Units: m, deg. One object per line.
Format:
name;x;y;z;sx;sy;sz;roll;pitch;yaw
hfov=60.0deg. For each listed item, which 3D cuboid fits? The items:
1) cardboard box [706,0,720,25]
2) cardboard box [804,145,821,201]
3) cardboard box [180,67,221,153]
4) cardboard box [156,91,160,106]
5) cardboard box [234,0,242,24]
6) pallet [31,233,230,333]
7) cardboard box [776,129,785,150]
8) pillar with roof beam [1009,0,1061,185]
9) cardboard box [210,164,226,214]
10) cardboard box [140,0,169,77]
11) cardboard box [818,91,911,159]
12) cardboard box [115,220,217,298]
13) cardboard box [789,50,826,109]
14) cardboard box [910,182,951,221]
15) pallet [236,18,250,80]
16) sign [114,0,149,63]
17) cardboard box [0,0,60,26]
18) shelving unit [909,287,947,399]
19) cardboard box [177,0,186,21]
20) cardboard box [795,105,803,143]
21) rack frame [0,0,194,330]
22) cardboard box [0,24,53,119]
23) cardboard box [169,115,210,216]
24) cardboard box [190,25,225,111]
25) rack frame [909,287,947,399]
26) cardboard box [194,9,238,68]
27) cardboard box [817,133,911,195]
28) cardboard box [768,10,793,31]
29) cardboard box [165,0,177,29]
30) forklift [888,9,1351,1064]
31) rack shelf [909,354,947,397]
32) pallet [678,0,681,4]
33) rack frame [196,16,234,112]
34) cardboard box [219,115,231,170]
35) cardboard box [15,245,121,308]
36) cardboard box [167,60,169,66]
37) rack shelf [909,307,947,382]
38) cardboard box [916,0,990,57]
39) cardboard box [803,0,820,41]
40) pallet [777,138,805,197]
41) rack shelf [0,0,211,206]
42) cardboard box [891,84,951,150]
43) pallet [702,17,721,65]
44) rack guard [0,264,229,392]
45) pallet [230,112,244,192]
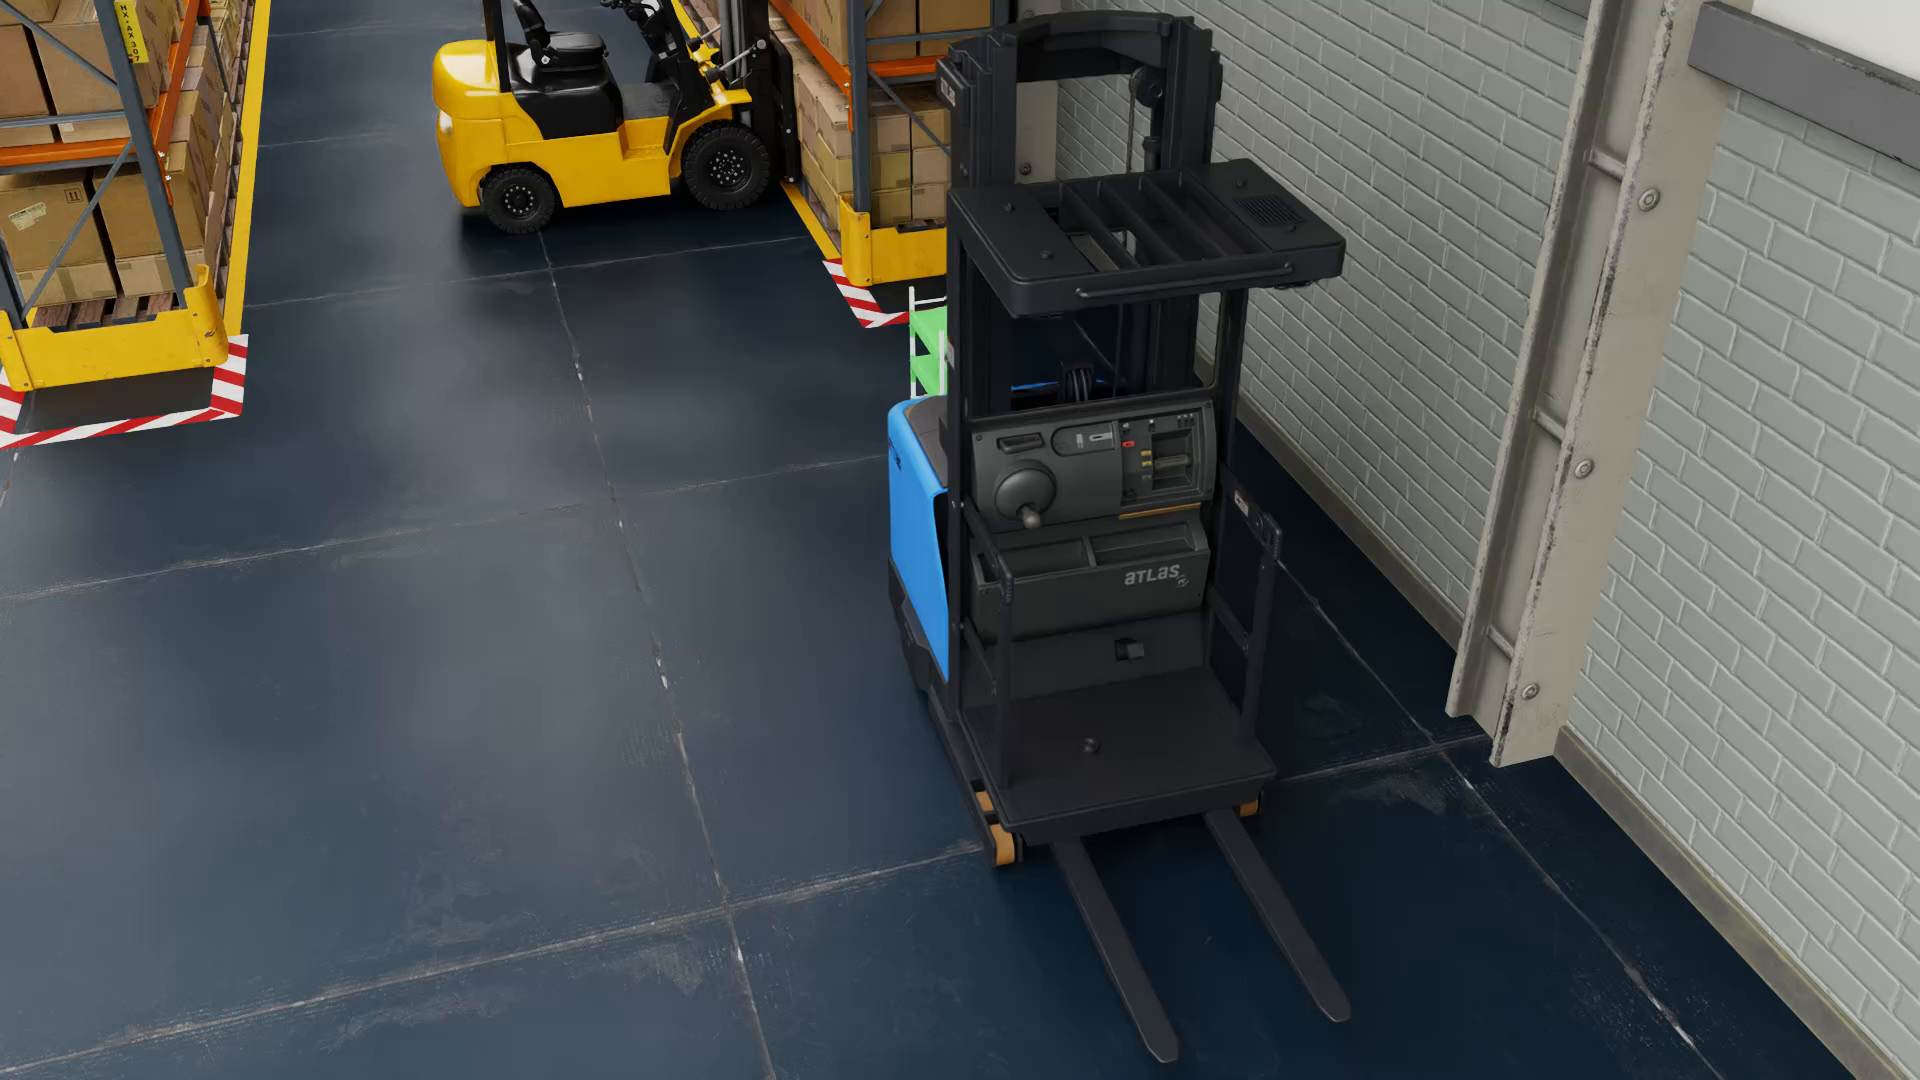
cardboard box;-1.808;-5.043;14.934;0.875;0.625;0.625;-10;35;-15
cardboard box;-0.776;-2.562;11.520;0.500;0.250;0.500;-10;35;-15
cardboard box;-5.385;-2.882;11.324;0.500;0.500;0.500;-8;34;-12
cardboard box;-4.916;-2.633;9.741;0.380;0.149;0.250;-11;35;-16
cardboard box;-6.960;-4.836;14.850;0.950;0.372;0.625;-11;35;-16
pallet;-5.152;-1.550;10.404;1.003;0.211;1.213;-10;35;-15
cardboard box;-1.100;-3.095;12.326;0.500;0.250;0.500;-9;34;-13
pillar with roof beam;-3.643;-5.374;8.220;9.100;9.000;0.400;-10;35;-15
cardboard box;-5.225;-2.293;11.112;0.500;0.250;0.500;-8;34;-12
cardboard box;-4.956;-2.974;9.669;0.500;0.500;0.500;-9;35;-13
cardboard box;-0.626;-2.712;10.840;0.500;0.250;0.500;-9;34;-13
cardboard box;-4.898;-1.739;10.274;0.500;0.250;0.500;-10;35;-15
cardboard box;-0.951;-3.243;11.643;0.500;0.250;0.500;-10;35;-14
cardboard box;-0.153;-2.397;11.269;0.500;0.250;0.500;-10;35;-15
pallet;-6.750;-4.228;14.457;1.003;0.211;1.213;-10;35;-15
sign;-4.398;-2.694;8.820;0.100;0.325;0.005;-10;35;-15
cardboard box;-5.279;-3.056;8.886;0.700;0.500;0.500;-11;35;-16
shelving unit;-0.051;-0.587;8.051;0.258;1.200;0.503;-10;35;-15
cardboard box;-5.434;-3.586;11.184;0.380;0.149;0.250;-11;35;-15
cardboard box;-0.955;-3.050;11.805;0.500;0.250;0.500;-11;35;-16
rack frame;-4.915;-2.241;8.921;1.000;3.000;0.127;-10;35;-15
cardboard box;-5.343;-2.646;9.172;0.500;0.500;0.500;-11;35;-16
cardboard box;-5.069;-2.338;10.501;0.500;0.500;0.500;-11;35;-17
cardboard box;-5.699;-3.417;12.133;0.500;0.500;0.500;-10;35;-15
rack frame;-0.125;-0.716;8.245;0.240;1.200;0.015;-10;35;-15
cardboard box;-6.520;-4.072;13.694;0.950;0.372;0.625;-8;34;-12
cardboard box;-0.635;-2.517;10.999;0.500;0.250;0.500;-10;35;-15
cardboard box;-1.251;-3.787;12.466;0.500;0.250;0.500;-9;34;-13
cardboard box;-5.276;-3.507;10.475;0.500;0.500;0.500;-11;35;-16
forklift;0.558;-0.218;5.922;1.130;2.935;3.031;-9;34;-13
rack shelf;-0.051;-0.734;7.954;0.258;0.148;0.480;-10;35;-15
pallet;-2.415;-5.676;16.648;1.003;0.211;1.213;-10;35;-15
rack frame;-6.135;-4.341;12.099;1.000;3.000;0.127;-10;35;-15
cardboard box;-5.527;-2.826;11.919;0.500;0.250;0.500;-11;35;-16
cardboard box;-5.425;-1.661;10.156;0.500;0.250;0.500;-10;35;-15
cardboard box;-5.060;-2.904;10.151;0.380;0.149;0.250;-9;35;-13
rack shelf;-0.051;-0.935;7.821;0.258;0.148;0.480;-10;35;-15
cardboard box;-0.076;-3.426;10.624;0.500;0.500;0.500;-9;34;-13
cardboard box;-0.739;-3.608;10.898;0.500;0.500;0.500;-9;34;-13
pallet;-0.831;-2.948;12.520;1.003;0.211;1.213;-10;35;-15
rack shelf;-5.525;-2.991;10.708;1.077;0.370;4.000;-10;35;-15
cardboard box;-0.155;-2.807;10.984;0.500;0.250;0.500;-11;35;-15
pallet;-1.671;-4.395;14.709;1.003;0.211;1.213;-10;35;-15
rack guard;-4.938;-1.238;9.670;1.175;0.500;0.348;-10;35;-15
pallet;-5.897;-2.831;12.343;1.003;0.211;1.213;-10;35;-15
